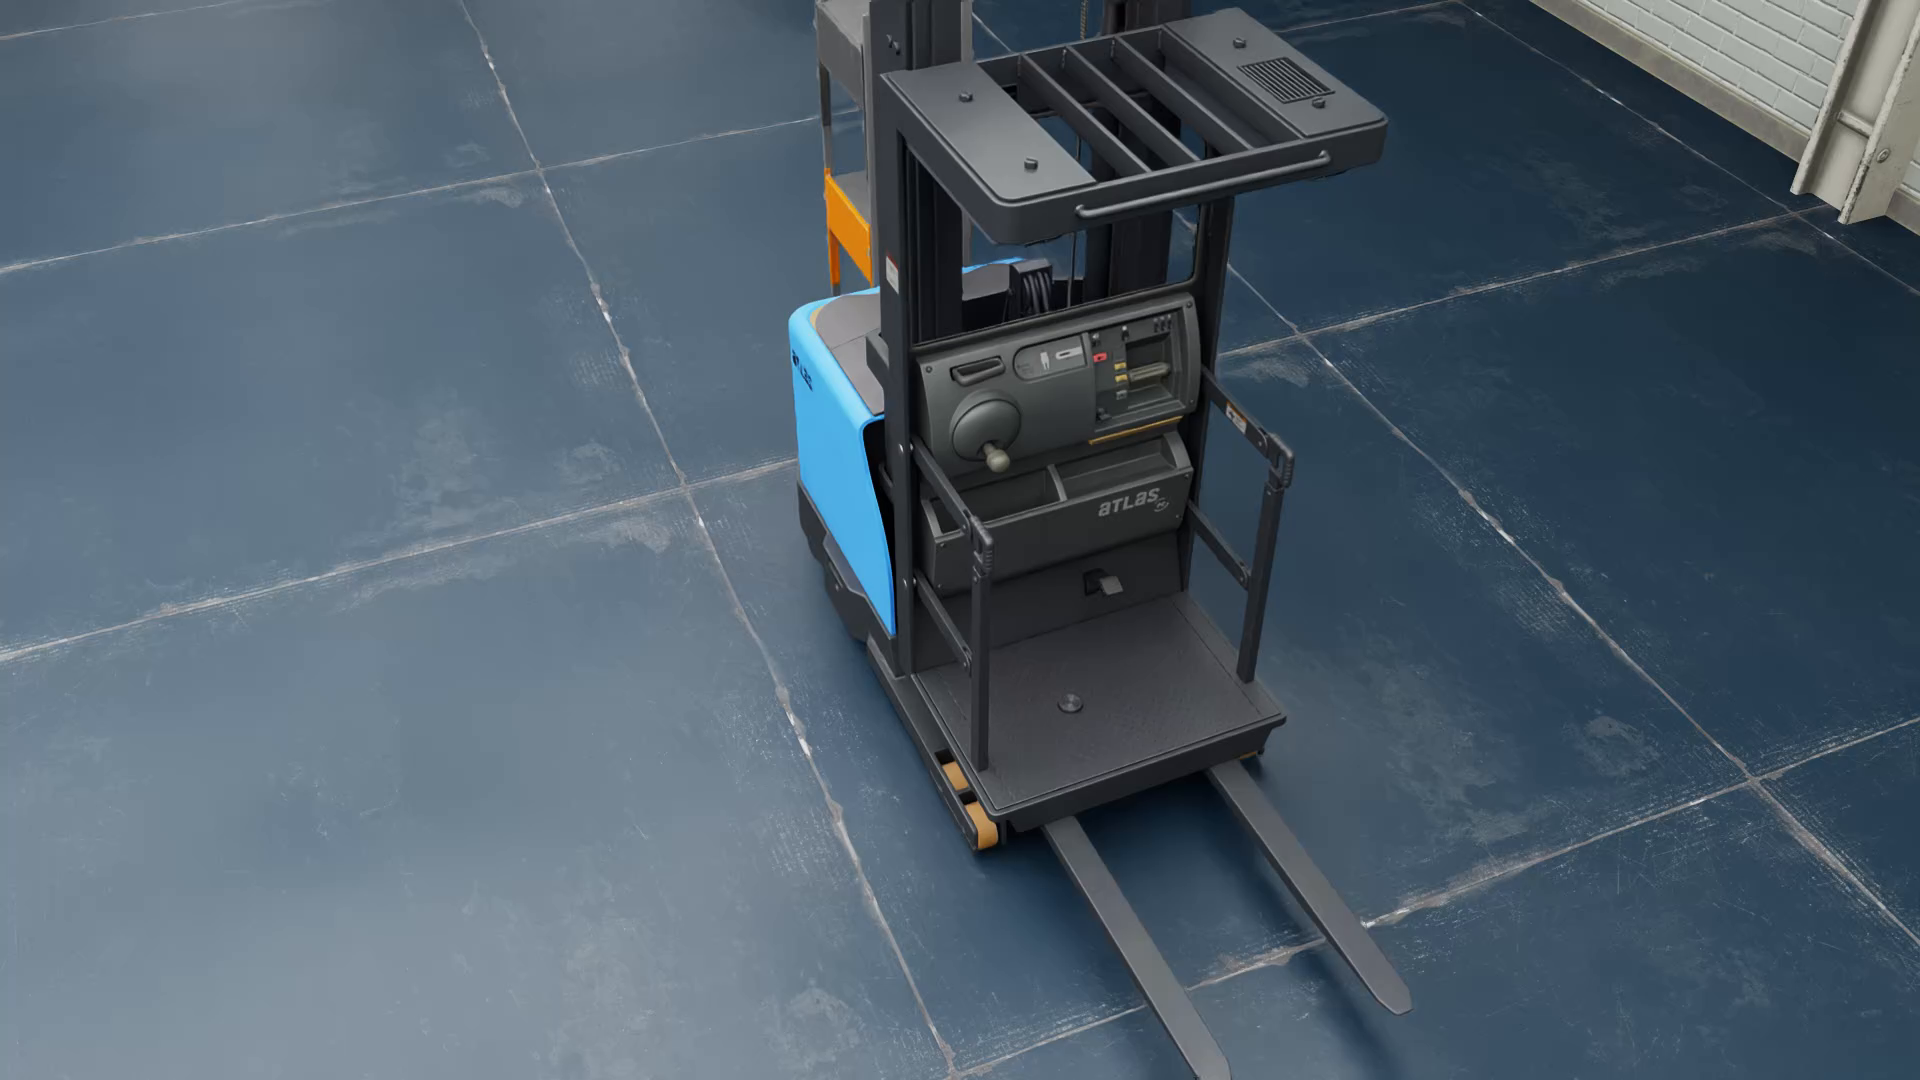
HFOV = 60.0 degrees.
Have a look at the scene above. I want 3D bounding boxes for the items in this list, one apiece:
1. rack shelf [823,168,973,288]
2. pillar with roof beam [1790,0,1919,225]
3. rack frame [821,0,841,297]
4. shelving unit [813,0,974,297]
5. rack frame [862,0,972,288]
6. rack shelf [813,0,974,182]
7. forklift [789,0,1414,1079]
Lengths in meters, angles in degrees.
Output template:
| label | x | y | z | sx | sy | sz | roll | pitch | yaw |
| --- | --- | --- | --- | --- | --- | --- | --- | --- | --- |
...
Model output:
| label | x | y | z | sx | sy | sz | roll | pitch | yaw |
| --- | --- | --- | --- | --- | --- | --- | --- | --- | --- |
| rack shelf | -0.242 | -1.151 | 6.499 | 0.431 | 0.518 | 0.480 | -16 | 43 | -18 |
| pillar with roof beam | 0.696 | -4.137 | 4.659 | 9.100 | 9.000 | 0.400 | -15 | 43 | -17 |
| rack frame | -0.340 | -1.307 | 6.660 | 0.400 | 2.100 | 0.015 | -16 | 43 | -18 |
| shelving unit | -0.242 | -1.162 | 6.490 | 0.431 | 2.100 | 0.503 | -16 | 43 | -18 |
| rack frame | -0.144 | -1.016 | 6.321 | 0.400 | 2.100 | 0.015 | -16 | 43 | -18 |
| rack shelf | -0.242 | -1.682 | 6.043 | 0.431 | 0.518 | 0.480 | -16 | 43 | -18 |
| forklift | 0.408 | -0.400 | 4.967 | 1.130 | 2.935 | 3.031 | -16 | 43 | -18 |
